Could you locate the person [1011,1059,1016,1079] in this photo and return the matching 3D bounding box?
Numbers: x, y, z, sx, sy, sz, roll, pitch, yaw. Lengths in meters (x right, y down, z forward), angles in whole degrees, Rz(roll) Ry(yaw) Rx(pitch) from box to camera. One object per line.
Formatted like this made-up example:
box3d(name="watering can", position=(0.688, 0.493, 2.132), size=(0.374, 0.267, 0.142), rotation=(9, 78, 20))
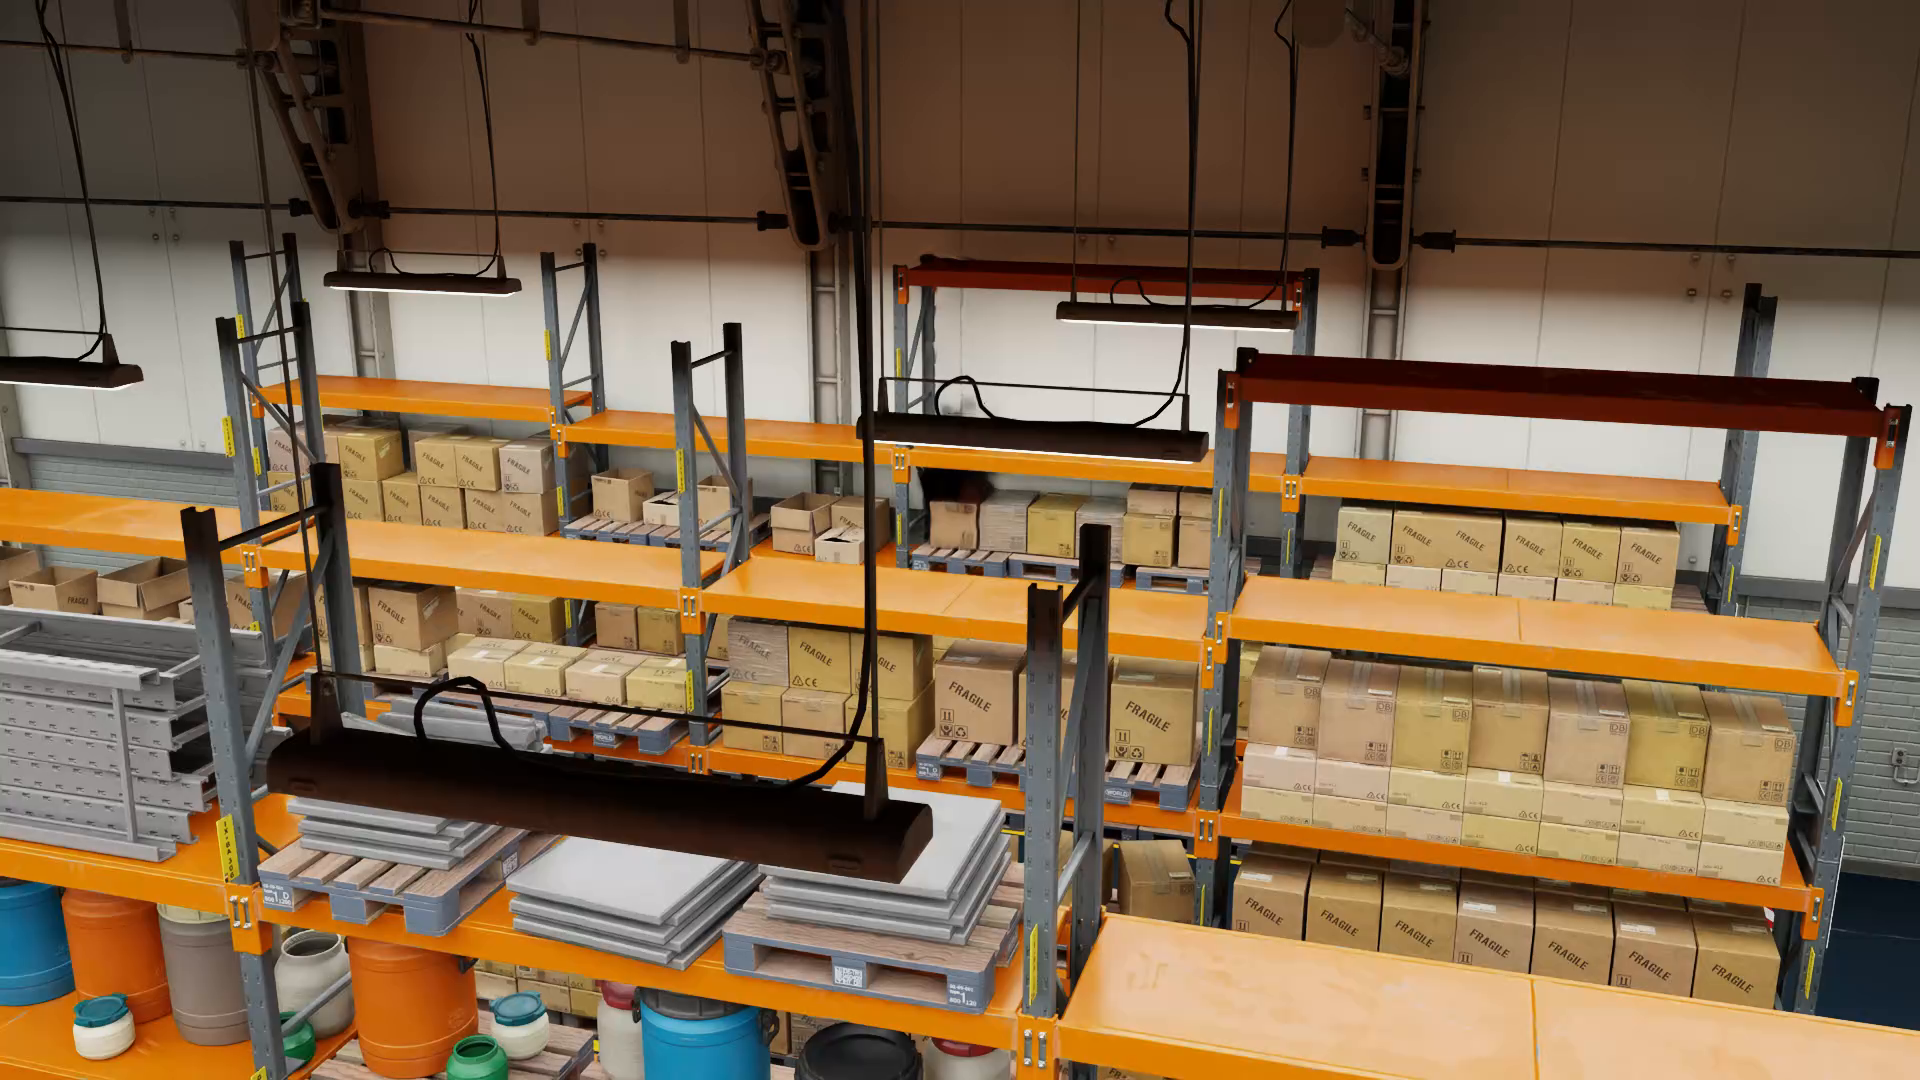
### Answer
box3d(name="person", position=(0.279, 4.197, 11.003), size=(0.940, 1.728, 0.650), rotation=(2, 16, 7))
